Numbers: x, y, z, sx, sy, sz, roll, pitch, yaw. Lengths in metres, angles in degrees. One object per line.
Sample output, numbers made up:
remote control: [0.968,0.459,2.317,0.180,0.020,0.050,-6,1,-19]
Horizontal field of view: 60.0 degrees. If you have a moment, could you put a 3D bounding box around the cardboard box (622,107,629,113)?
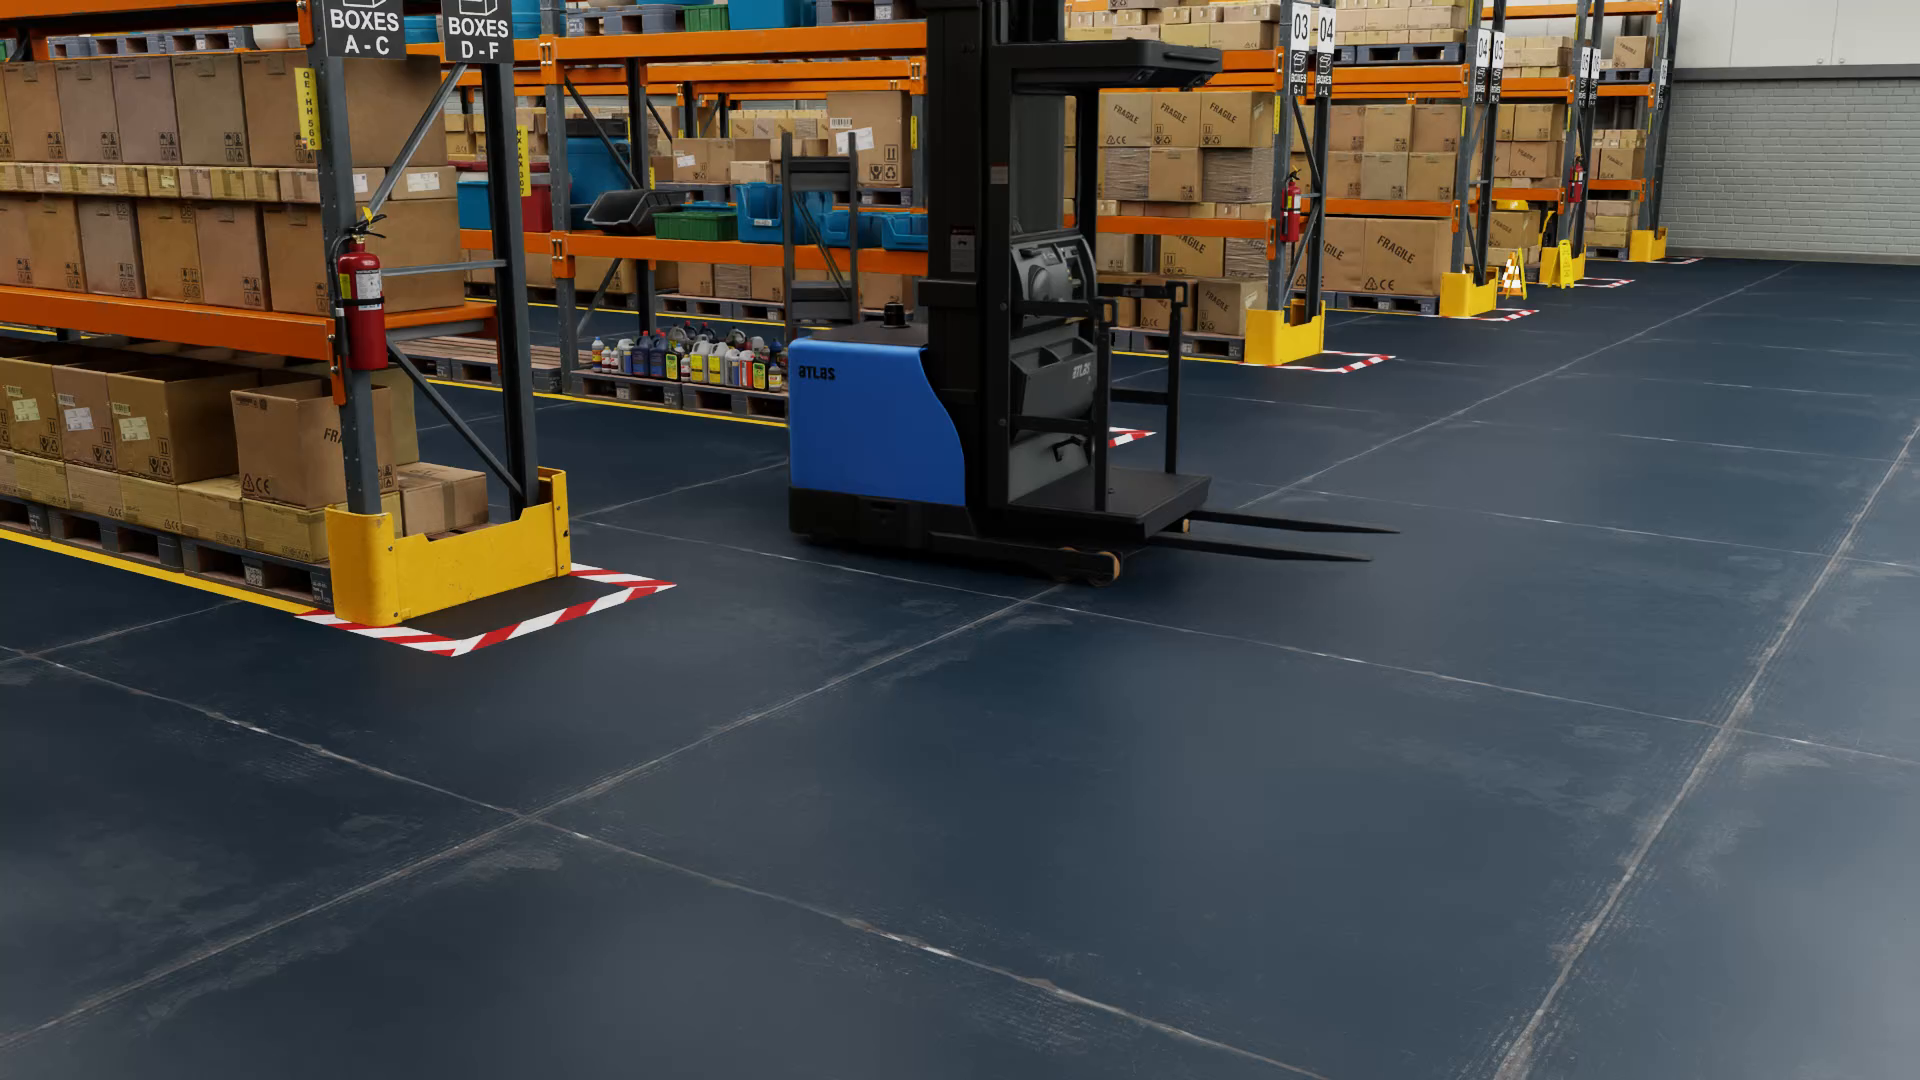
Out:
cardboard box: [-4.924,-6.527,26.038,0.500,0.500,0.500,9,16,31]

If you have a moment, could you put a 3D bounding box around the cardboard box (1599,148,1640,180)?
cardboard box: [10.897,-6.214,27.477,0.500,0.500,0.500,9,16,32]

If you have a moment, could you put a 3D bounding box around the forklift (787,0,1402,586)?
forklift: [0.653,-1.348,8.168,3.031,2.935,1.130,7,15,26]

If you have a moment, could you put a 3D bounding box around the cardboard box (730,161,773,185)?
cardboard box: [-2.221,-4.119,18.660,0.500,0.250,0.500,9,16,31]

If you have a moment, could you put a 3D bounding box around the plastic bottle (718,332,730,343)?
plastic bottle: [-1.916,-1.562,13.627,0.133,0.283,0.061,11,17,37]

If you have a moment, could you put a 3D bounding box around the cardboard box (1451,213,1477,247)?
cardboard box: [7.440,-4.520,24.128,0.500,0.500,0.500,10,17,35]

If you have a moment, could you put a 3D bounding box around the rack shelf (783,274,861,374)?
rack shelf: [-0.780,-1.237,9.507,0.431,0.518,0.480,-1,14,-3]

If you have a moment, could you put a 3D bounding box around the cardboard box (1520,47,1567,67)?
cardboard box: [8.110,-6.705,23.116,0.500,0.250,0.500,9,16,32]

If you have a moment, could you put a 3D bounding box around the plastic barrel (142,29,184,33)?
plastic barrel: [-7.803,-5.205,16.208,0.433,0.535,0.433,0,14,0]

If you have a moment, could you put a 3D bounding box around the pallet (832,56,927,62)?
pallet: [-0.618,-5.191,17.701,1.003,0.211,1.213,9,17,33]

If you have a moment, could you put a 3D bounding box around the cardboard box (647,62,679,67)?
cardboard box: [-3.236,-5.528,18.984,0.500,0.250,0.500,10,17,34]

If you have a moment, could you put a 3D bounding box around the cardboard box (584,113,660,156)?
cardboard box: [-4.081,-4.896,20.062,0.637,0.503,0.797,10,17,35]

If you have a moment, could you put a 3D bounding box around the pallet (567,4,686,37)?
pallet: [-2.276,-4.022,12.979,1.003,0.211,1.213,9,17,33]

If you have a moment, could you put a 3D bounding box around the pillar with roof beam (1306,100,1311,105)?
pillar with roof beam: [3.996,-9.284,27.599,0.400,9.000,9.100,9,17,33]

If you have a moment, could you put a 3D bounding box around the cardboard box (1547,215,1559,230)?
cardboard box: [10.024,-5.401,28.209,0.500,0.250,0.500,9,16,32]

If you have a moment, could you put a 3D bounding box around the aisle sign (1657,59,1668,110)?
aisle sign: [11.343,-7.347,26.849,0.004,0.787,0.394,9,17,33]

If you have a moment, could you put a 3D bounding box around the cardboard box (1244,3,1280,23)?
cardboard box: [2.750,-4.738,14.960,0.250,0.149,0.380,9,17,33]

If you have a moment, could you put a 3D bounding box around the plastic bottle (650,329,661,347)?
plastic bottle: [-2.410,-1.500,13.239,0.185,0.351,0.144,9,17,33]

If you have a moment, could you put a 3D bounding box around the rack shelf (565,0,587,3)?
rack shelf: [-5.610,-8.600,26.342,4.000,0.370,1.077,9,17,33]

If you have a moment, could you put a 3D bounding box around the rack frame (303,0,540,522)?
rack frame: [-2.377,-1.211,7.475,0.127,3.000,1.000,9,17,33]

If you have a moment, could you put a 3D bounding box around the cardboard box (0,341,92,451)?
cardboard box: [-5.067,-0.791,9.063,0.500,0.500,0.500,9,17,33]

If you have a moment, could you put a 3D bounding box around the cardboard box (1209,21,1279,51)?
cardboard box: [2.613,-4.583,15.166,0.500,0.250,0.500,10,17,34]

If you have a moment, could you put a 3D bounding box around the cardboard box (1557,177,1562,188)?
cardboard box: [8.519,-5.127,23.815,0.250,0.149,0.380,9,17,33]

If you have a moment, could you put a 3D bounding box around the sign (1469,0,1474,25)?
sign: [5.692,-5.903,18.505,0.005,0.325,0.100,9,17,33]

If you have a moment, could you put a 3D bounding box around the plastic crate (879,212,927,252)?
plastic crate: [-0.192,-2.134,11.510,0.616,0.251,0.499,9,17,33]

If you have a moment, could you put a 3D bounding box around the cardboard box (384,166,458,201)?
cardboard box: [-2.583,-1.670,7.771,0.250,0.149,0.380,9,17,32]

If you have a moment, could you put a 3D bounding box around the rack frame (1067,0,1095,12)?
rack frame: [2.047,-9.147,27.047,0.127,3.000,1.000,9,17,33]

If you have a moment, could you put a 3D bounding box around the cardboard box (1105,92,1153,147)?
cardboard box: [1.729,-4.022,15.922,0.500,0.500,0.500,9,17,33]

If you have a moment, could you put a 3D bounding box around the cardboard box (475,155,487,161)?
cardboard box: [-5.728,-4.598,20.947,0.500,0.500,0.500,9,16,32]

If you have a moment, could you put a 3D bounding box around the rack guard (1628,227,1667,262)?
rack guard: [11.472,-4.936,27.721,0.348,0.500,1.175,9,17,33]

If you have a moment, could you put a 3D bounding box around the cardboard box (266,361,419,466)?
cardboard box: [-3.114,-0.628,8.403,0.500,0.500,0.500,9,17,33]

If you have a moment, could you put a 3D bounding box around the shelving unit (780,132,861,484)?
shelving unit: [-0.780,-1.250,9.504,0.431,2.100,0.503,-1,14,-3]

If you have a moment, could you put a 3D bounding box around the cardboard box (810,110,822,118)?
cardboard box: [-2.513,-7.747,30.238,0.250,0.149,0.380,9,17,32]

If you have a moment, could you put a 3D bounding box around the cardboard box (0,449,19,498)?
cardboard box: [-5.069,-0.426,9.151,0.500,0.250,0.500,9,17,33]

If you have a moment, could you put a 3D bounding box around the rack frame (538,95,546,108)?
rack frame: [-7.270,-6.307,28.060,0.127,3.000,1.000,9,17,33]

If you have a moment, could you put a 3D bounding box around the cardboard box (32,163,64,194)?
cardboard box: [-4.510,-1.865,8.555,0.250,0.149,0.380,9,16,31]

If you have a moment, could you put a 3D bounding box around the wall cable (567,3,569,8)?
wall cable: [-9.046,-11.076,34.840,0.029,3.000,2.355,9,17,33]

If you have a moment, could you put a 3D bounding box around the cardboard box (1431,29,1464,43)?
cardboard box: [5.541,-5.725,18.906,0.250,0.149,0.380,9,17,33]

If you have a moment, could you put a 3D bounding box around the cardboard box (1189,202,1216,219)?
cardboard box: [2.359,-3.118,15.700,0.250,0.149,0.380,9,17,33]

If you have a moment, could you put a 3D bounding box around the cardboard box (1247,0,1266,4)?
cardboard box: [3.647,-6.419,20.049,0.250,0.149,0.380,9,17,33]

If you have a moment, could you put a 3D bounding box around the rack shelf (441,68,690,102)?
rack shelf: [-5.143,-5.634,20.595,4.000,0.370,1.077,9,17,33]

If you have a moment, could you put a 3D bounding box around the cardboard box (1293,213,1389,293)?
cardboard box: [4.676,-3.529,20.386,0.875,0.875,0.875,9,16,32]

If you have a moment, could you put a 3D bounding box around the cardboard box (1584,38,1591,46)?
cardboard box: [10.155,-8.077,27.678,0.500,0.500,0.700,9,17,33]

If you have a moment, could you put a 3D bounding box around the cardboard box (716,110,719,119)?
cardboard box: [-4.451,-8.054,31.476,0.250,0.149,0.380,10,17,34]

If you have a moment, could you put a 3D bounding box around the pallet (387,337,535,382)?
pallet: [-4.619,-1.642,15.019,1.213,0.211,1.003,9,17,33]

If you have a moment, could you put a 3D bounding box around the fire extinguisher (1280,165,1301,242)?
fire extinguisher: [2.992,-3.041,15.028,0.183,0.674,0.296,9,17,33]

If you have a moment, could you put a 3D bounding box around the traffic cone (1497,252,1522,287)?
traffic cone: [7.608,-3.731,22.933,0.334,0.463,0.336,9,17,33]

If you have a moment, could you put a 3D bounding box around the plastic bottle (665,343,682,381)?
plastic bottle: [-2.220,-1.383,12.906,0.133,0.283,0.061,10,17,35]

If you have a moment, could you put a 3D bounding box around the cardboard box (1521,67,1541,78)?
cardboard box: [8.008,-6.515,23.180,0.250,0.149,0.380,9,17,33]

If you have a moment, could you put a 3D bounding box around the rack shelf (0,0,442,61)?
rack shelf: [-4.037,-2.587,8.284,4.000,0.370,1.077,9,17,33]

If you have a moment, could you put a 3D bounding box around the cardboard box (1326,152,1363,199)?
cardboard box: [4.810,-4.445,20.223,0.550,0.550,0.875,9,17,33]

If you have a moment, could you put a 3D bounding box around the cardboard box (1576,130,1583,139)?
cardboard box: [10.418,-6.771,27.756,0.250,0.149,0.380,9,17,33]

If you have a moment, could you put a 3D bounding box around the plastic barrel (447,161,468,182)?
plastic barrel: [-4.568,-3.129,14.940,0.433,0.535,0.433,0,14,0]

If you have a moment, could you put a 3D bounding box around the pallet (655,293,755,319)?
pallet: [-2.836,-2.800,19.696,1.213,0.211,1.003,9,17,33]

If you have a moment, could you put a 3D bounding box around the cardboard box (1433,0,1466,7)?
cardboard box: [5.538,-6.113,18.813,0.250,0.149,0.380,9,17,33]
